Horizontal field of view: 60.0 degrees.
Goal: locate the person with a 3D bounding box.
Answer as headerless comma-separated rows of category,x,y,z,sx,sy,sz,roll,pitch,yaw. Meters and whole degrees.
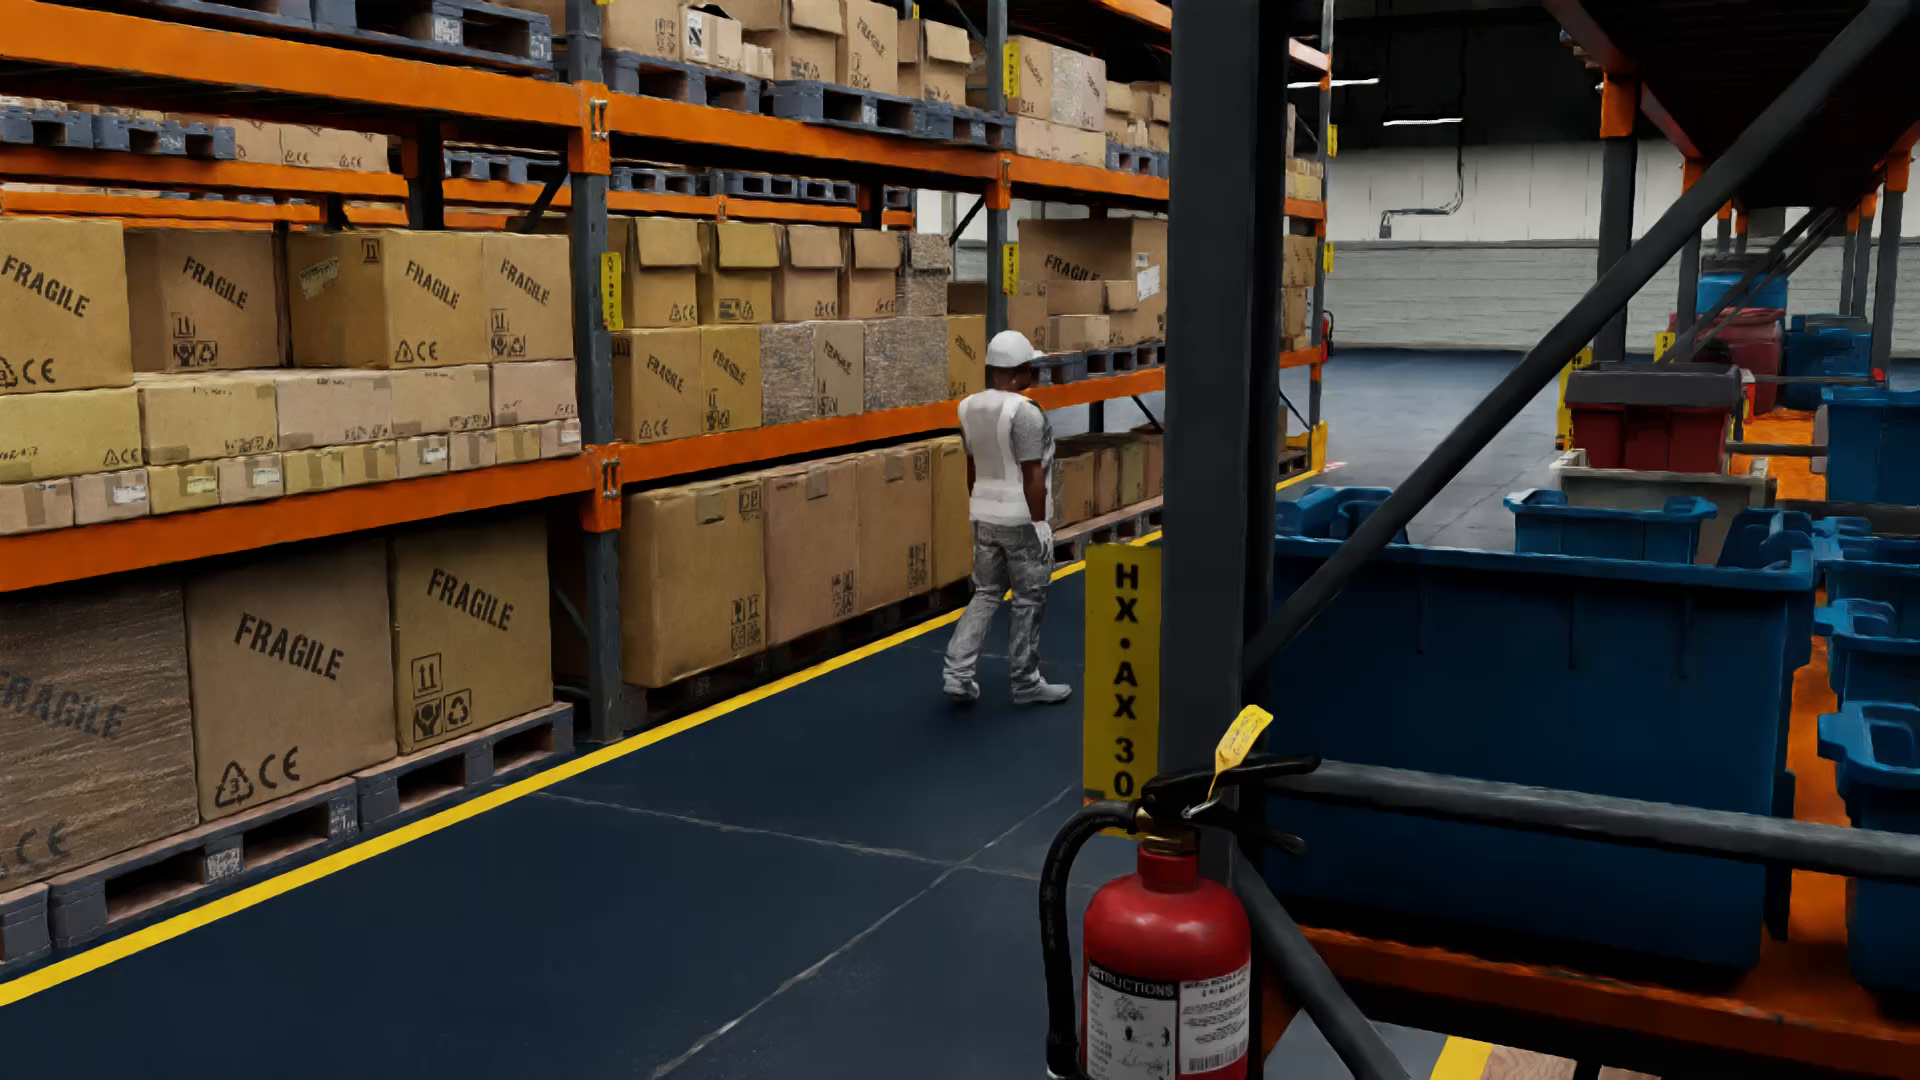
person,0.227,-0.091,7.833,0.649,1.787,0.565,-7,12,-39
